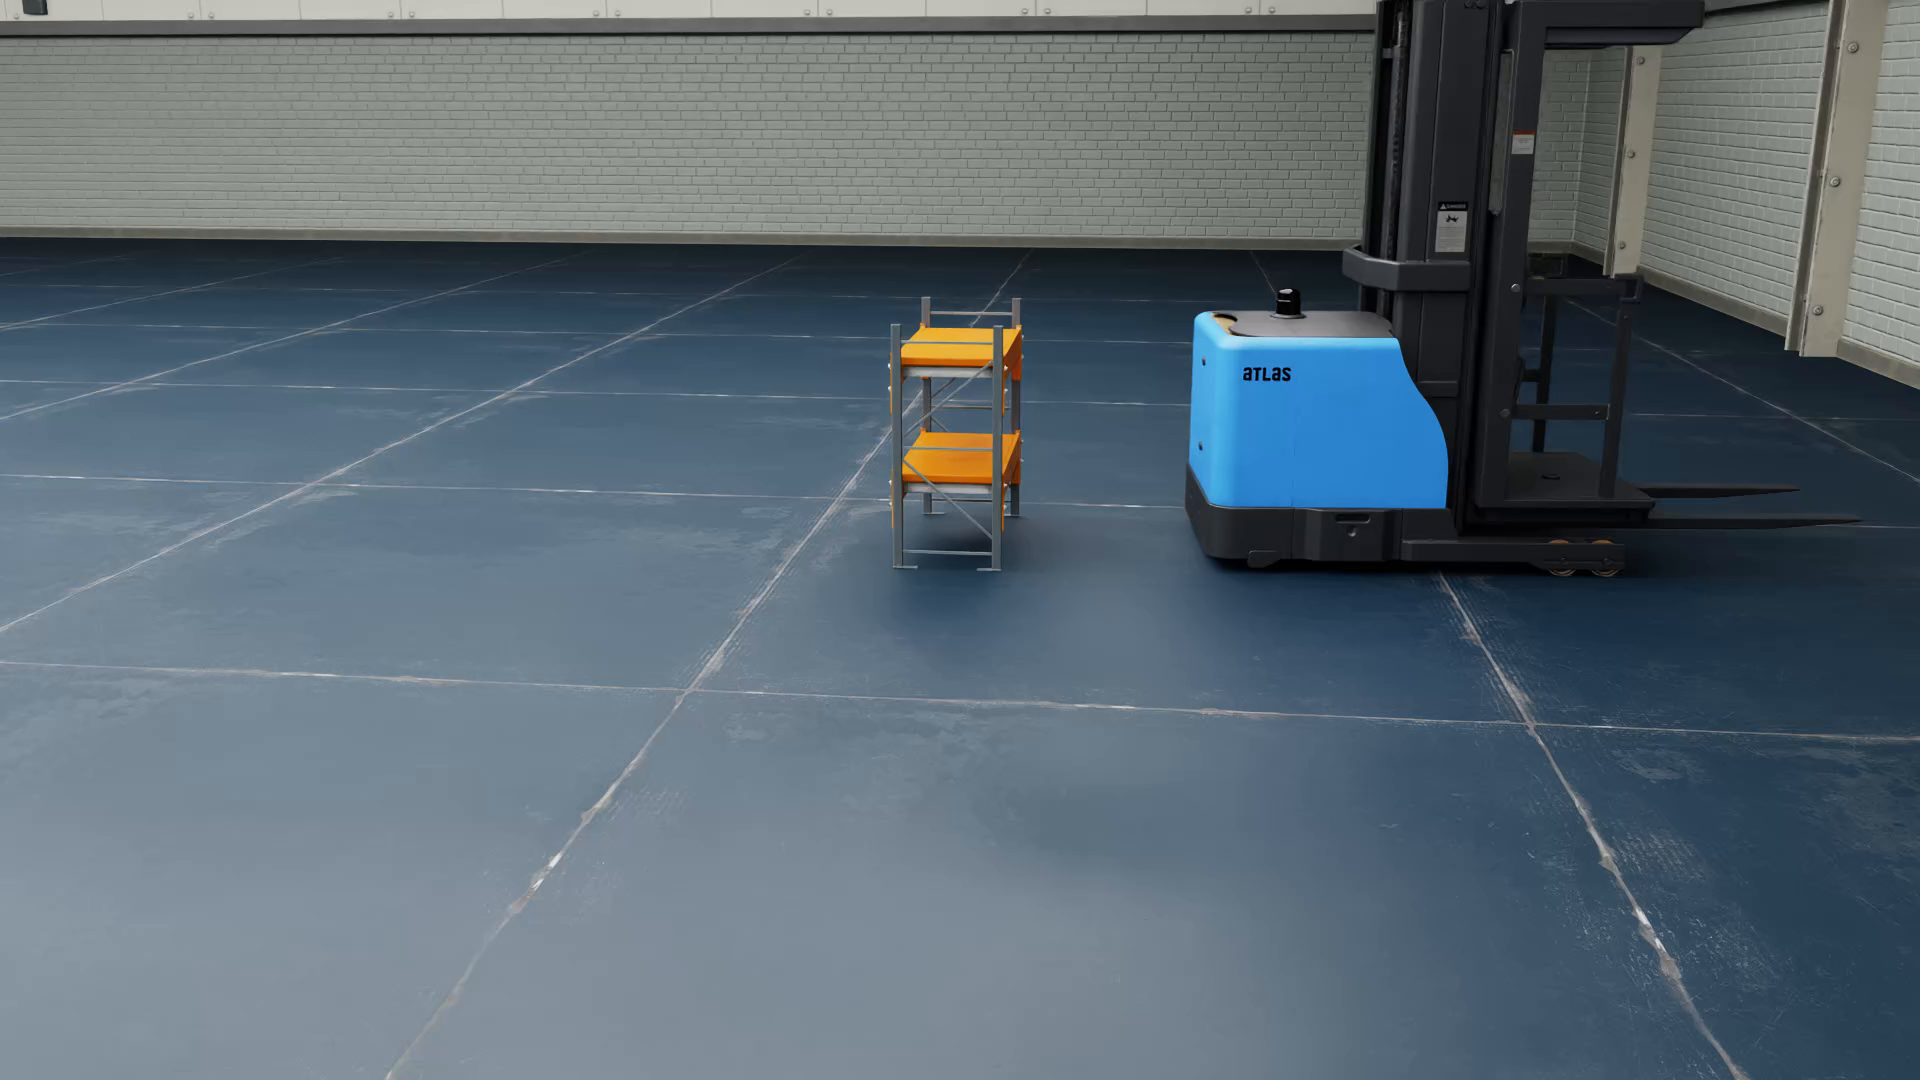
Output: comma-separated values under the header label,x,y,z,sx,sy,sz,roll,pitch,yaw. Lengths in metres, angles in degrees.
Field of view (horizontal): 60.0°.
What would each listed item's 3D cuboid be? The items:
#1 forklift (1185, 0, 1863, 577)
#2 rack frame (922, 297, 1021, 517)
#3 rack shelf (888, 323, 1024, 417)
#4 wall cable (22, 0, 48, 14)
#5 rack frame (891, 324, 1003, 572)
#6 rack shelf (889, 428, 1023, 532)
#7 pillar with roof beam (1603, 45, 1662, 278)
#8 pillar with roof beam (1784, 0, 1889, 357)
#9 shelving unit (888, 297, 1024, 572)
label,x,y,z,sx,sy,sz,roll,pitch,yaw
forklift,2.654,-1.388,7.681,3.031,2.935,1.130,0,15,1
rack frame,0.057,-0.673,8.496,0.500,1.125,0.032,2,15,6
rack shelf,-0.001,-0.824,7.932,0.538,0.278,1.000,2,15,6
wall cable,-12.388,-10.481,23.169,2.305,6.003,0.169,2,15,6
rack frame,-0.058,-0.409,7.521,0.500,1.125,0.032,2,15,6
rack shelf,-0.001,-0.305,8.073,0.538,0.278,1.000,2,15,6
pillar with roof beam,3.556,-7.597,19.018,9.100,9.000,0.400,2,15,6
pillar with roof beam,2.878,-6.041,13.263,9.100,9.000,0.400,2,15,6
shelving unit,-0.001,-0.541,8.009,0.538,1.125,1.048,2,15,6
